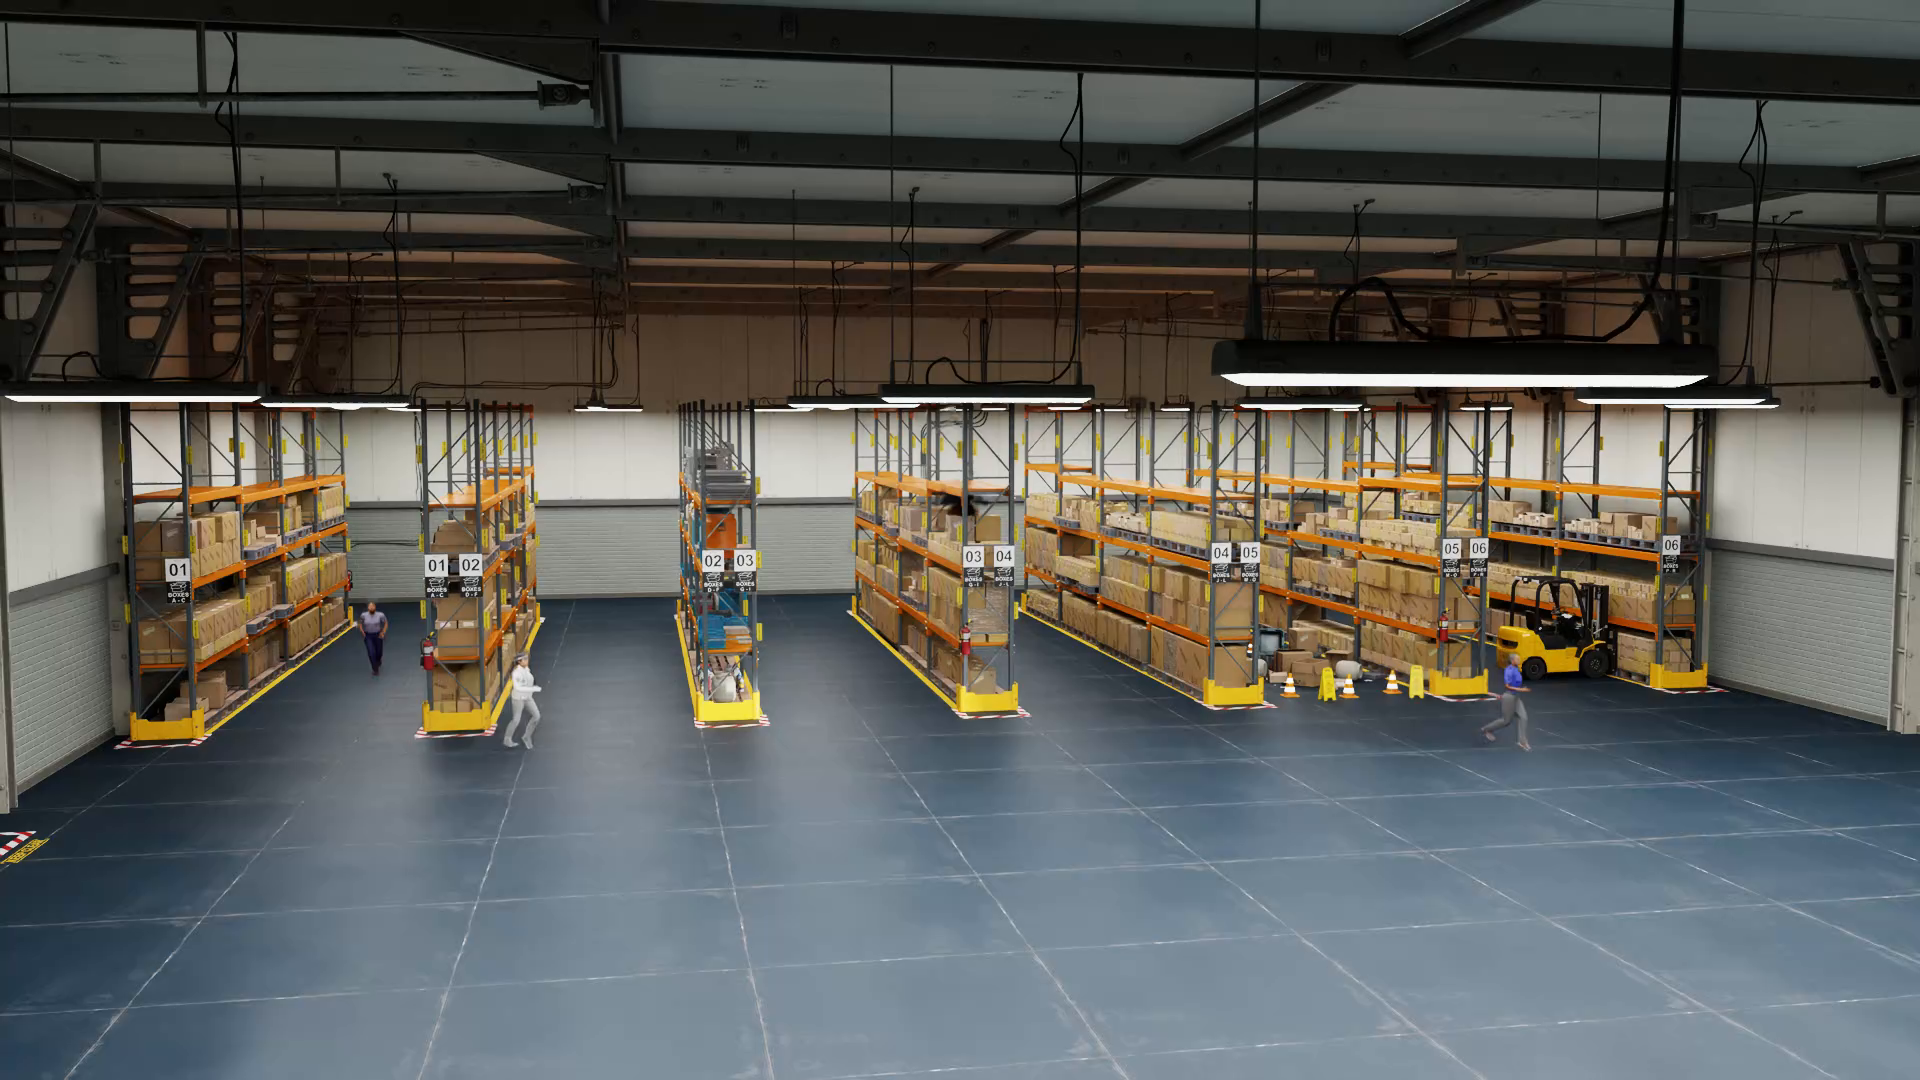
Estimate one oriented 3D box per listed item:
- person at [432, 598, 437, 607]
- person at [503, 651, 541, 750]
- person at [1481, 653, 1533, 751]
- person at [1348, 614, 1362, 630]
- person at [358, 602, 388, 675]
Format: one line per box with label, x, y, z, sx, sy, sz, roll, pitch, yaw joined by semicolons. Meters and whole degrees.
person;-12.829;1.721;41.444;0.674;1.832;0.785;-1;5;-18
person;-7.458;2.742;28.388;0.778;1.707;0.573;2;5;21
person;9.407;2.769;28.523;0.894;1.701;0.608;3;5;35
person;10.110;1.659;42.397;0.662;1.771;0.868;-1;4;-13
person;-12.985;2.161;36.783;0.627;1.619;0.645;-1;5;-18
